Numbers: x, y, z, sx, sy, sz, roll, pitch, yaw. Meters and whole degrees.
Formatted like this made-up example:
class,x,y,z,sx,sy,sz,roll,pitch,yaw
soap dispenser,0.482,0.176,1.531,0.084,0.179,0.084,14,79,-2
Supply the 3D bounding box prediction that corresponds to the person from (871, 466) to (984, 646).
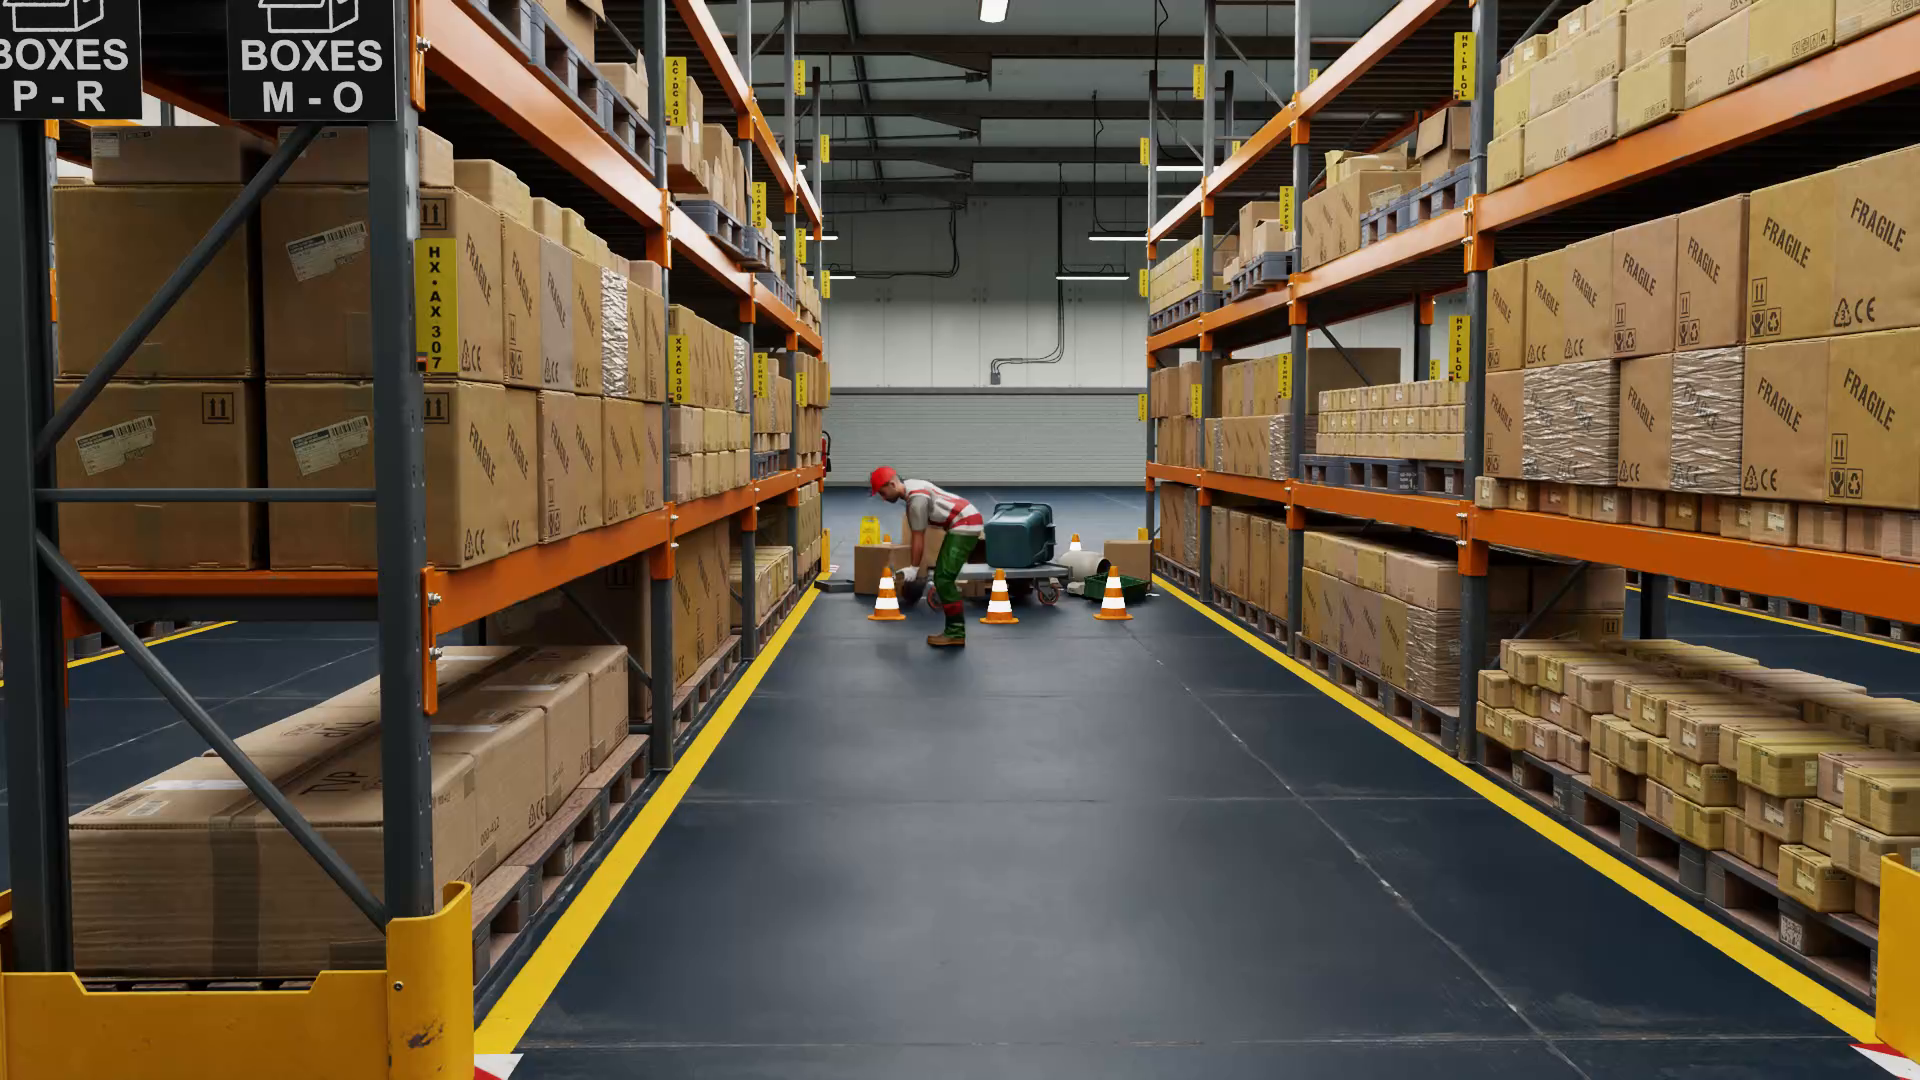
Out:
class,x,y,z,sx,sy,sz,roll,pitch,yaw
person,-0.257,0.123,13.067,0.887,1.401,0.472,0,4,-3
